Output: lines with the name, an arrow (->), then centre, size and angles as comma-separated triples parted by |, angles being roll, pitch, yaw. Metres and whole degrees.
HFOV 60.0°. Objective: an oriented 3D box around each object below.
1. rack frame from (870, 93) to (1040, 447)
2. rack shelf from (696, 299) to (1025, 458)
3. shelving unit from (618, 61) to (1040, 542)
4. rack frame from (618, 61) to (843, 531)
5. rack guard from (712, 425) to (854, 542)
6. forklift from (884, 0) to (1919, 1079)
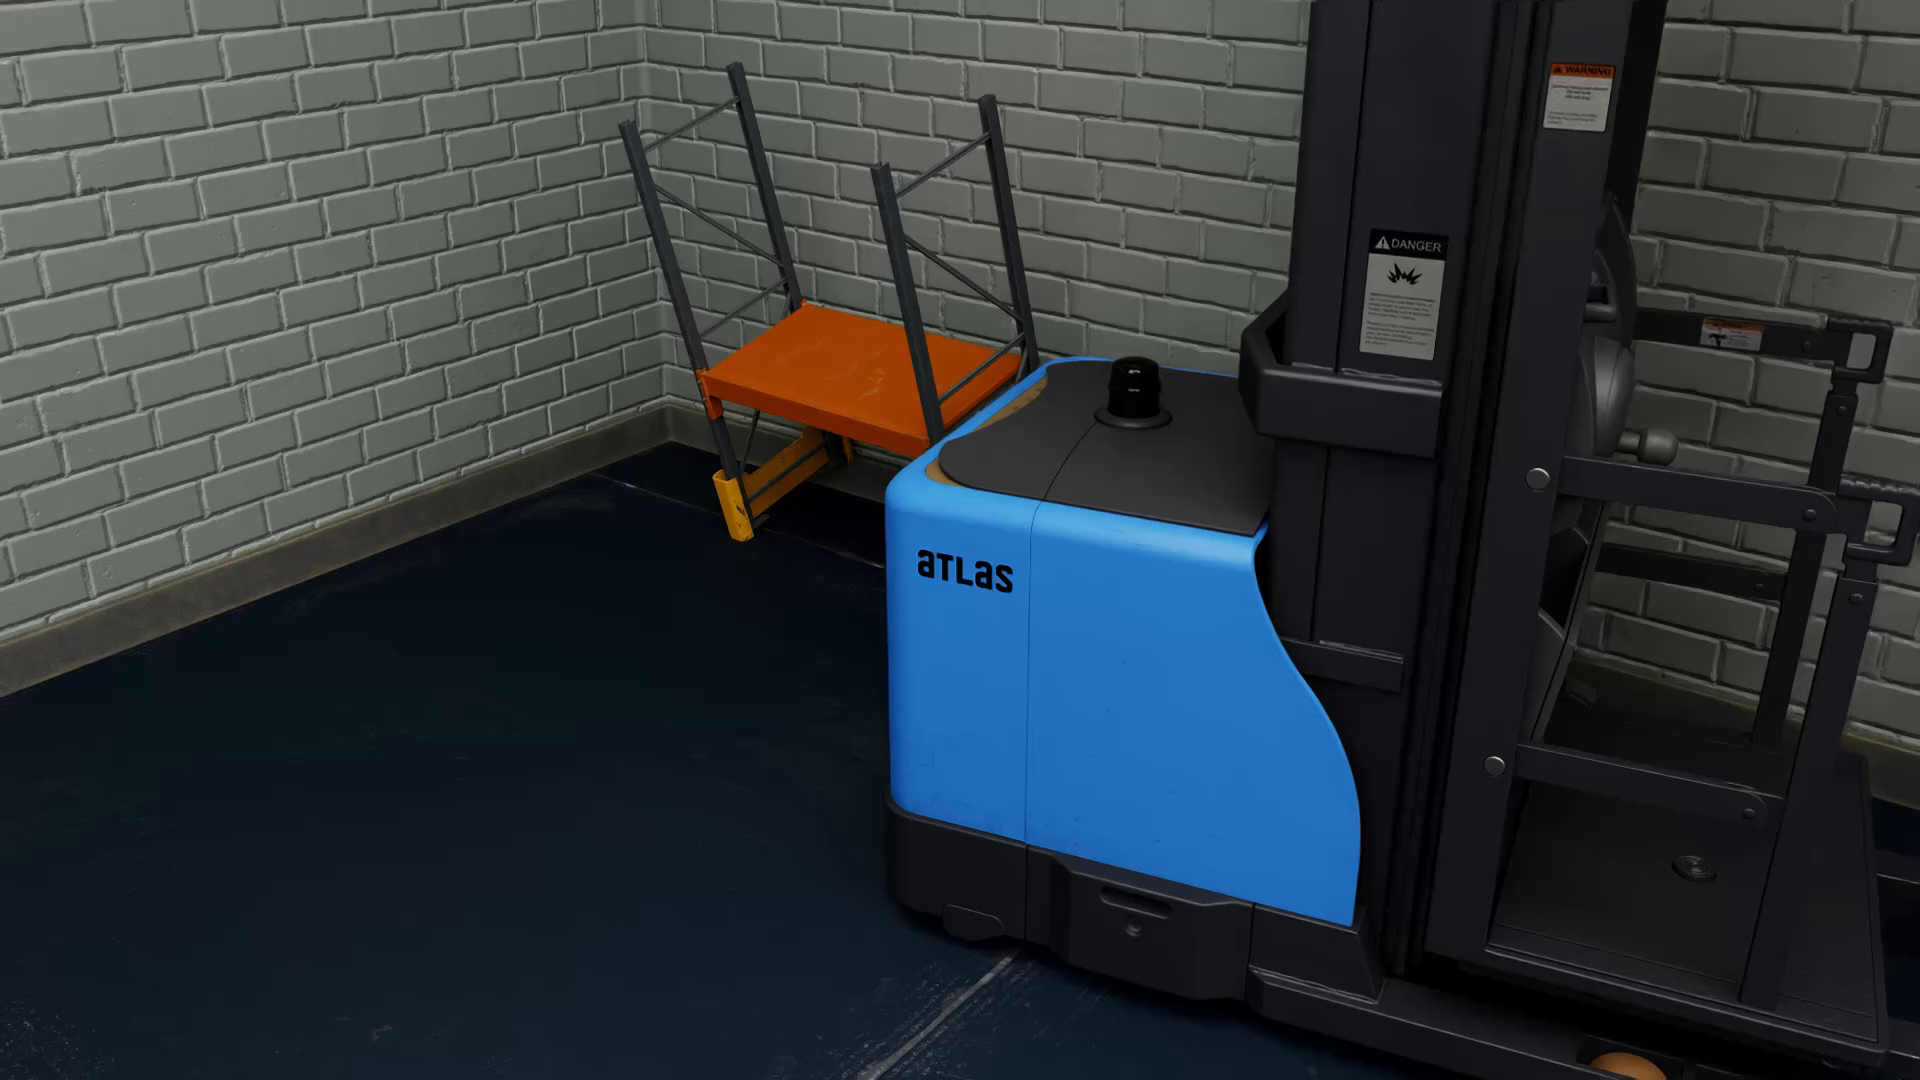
rack frame -> 0.059, -0.498, 4.888 | 0.032, 1.500, 0.500 | 19, 45, 36
rack shelf -> -0.299, -0.485, 5.291 | 1.000, 0.185, 0.538 | 19, 45, 36
shelving unit -> -0.337, -0.631, 5.193 | 1.083, 1.500, 0.587 | 19, 45, 36
rack frame -> -0.719, -0.760, 5.488 | 0.032, 1.500, 0.500 | 19, 45, 36
rack guard -> -0.611, -0.258, 5.845 | 0.087, 0.250, 0.587 | 19, 45, 36
forklift -> 1.391, -0.409, 3.043 | 3.031, 2.935, 1.130 | 10, 26, 22
